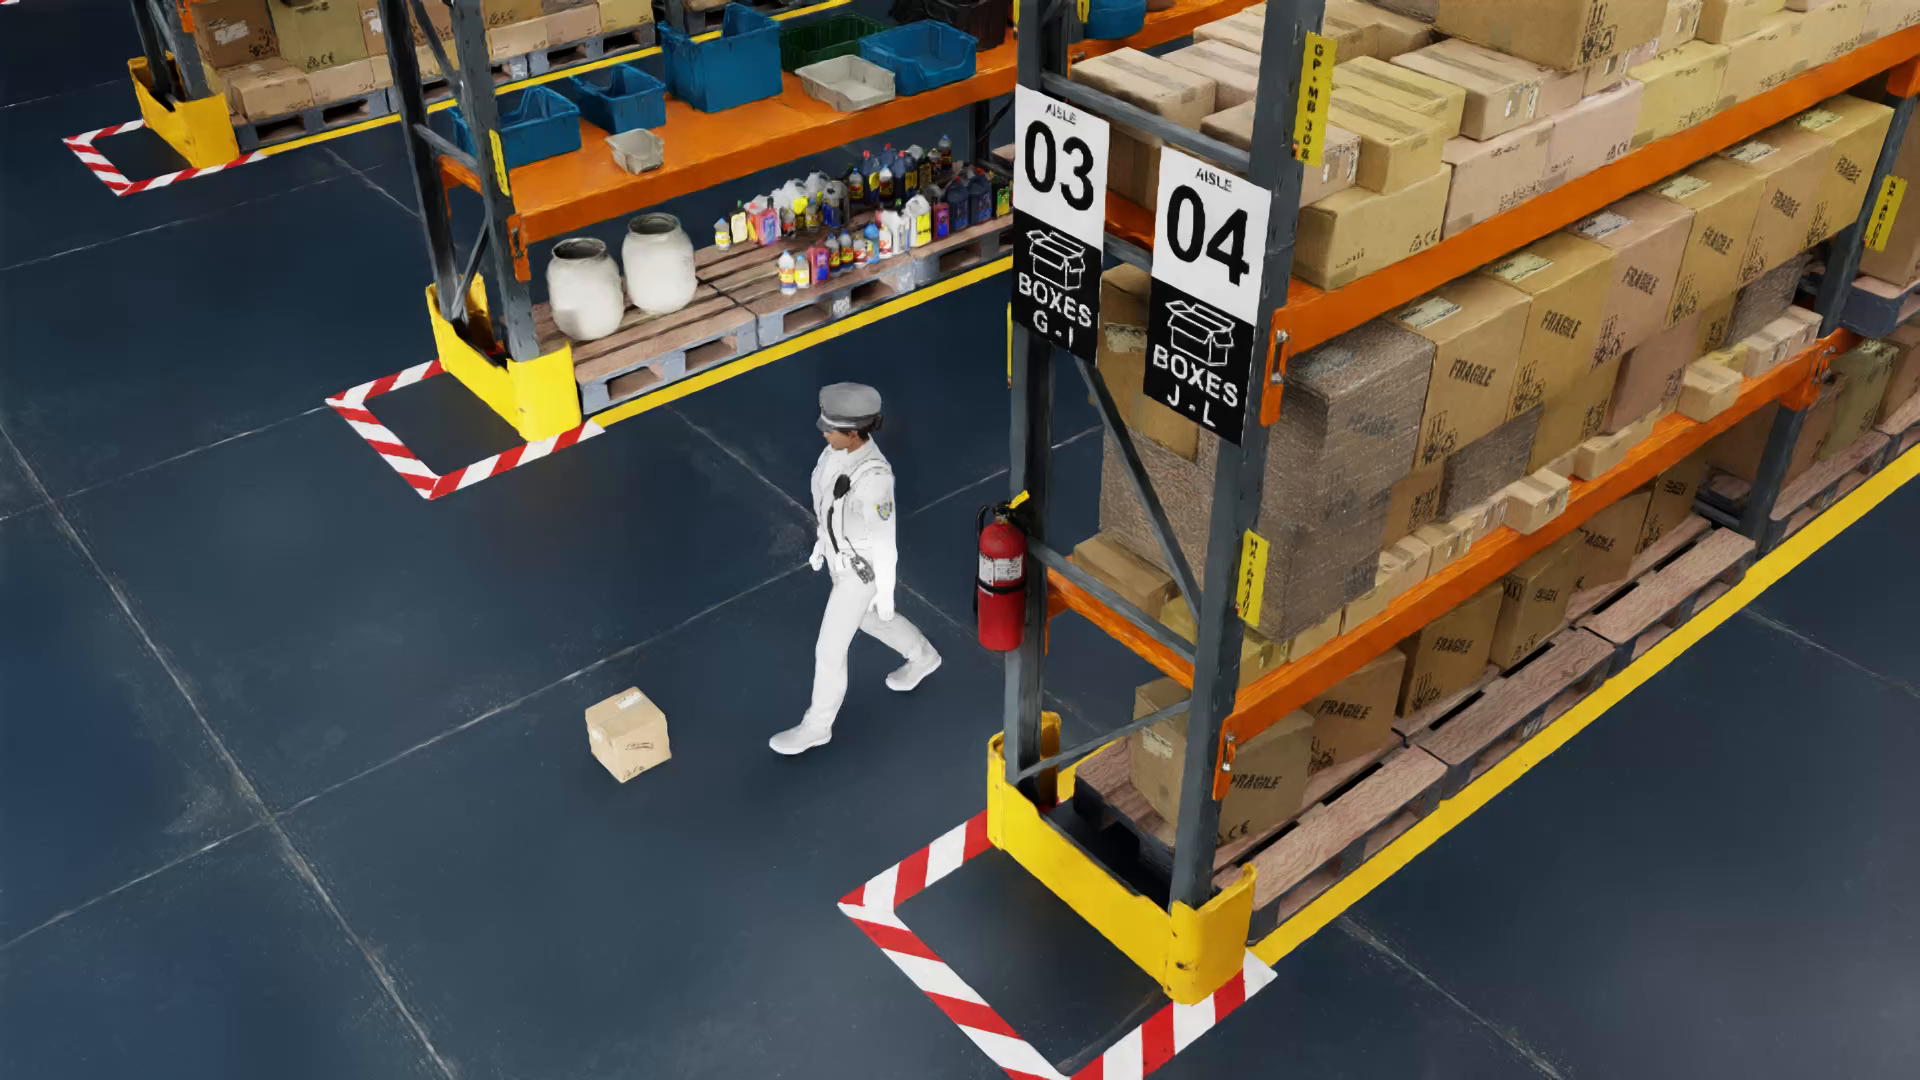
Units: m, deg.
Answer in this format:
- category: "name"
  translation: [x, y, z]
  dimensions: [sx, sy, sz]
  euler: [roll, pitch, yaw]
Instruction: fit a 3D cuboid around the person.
- category: "person"
  translation: [-0.468, 0.090, 6.948]
  dimensions: [0.876, 1.628, 0.519]
  euler: [-13, 38, -17]
